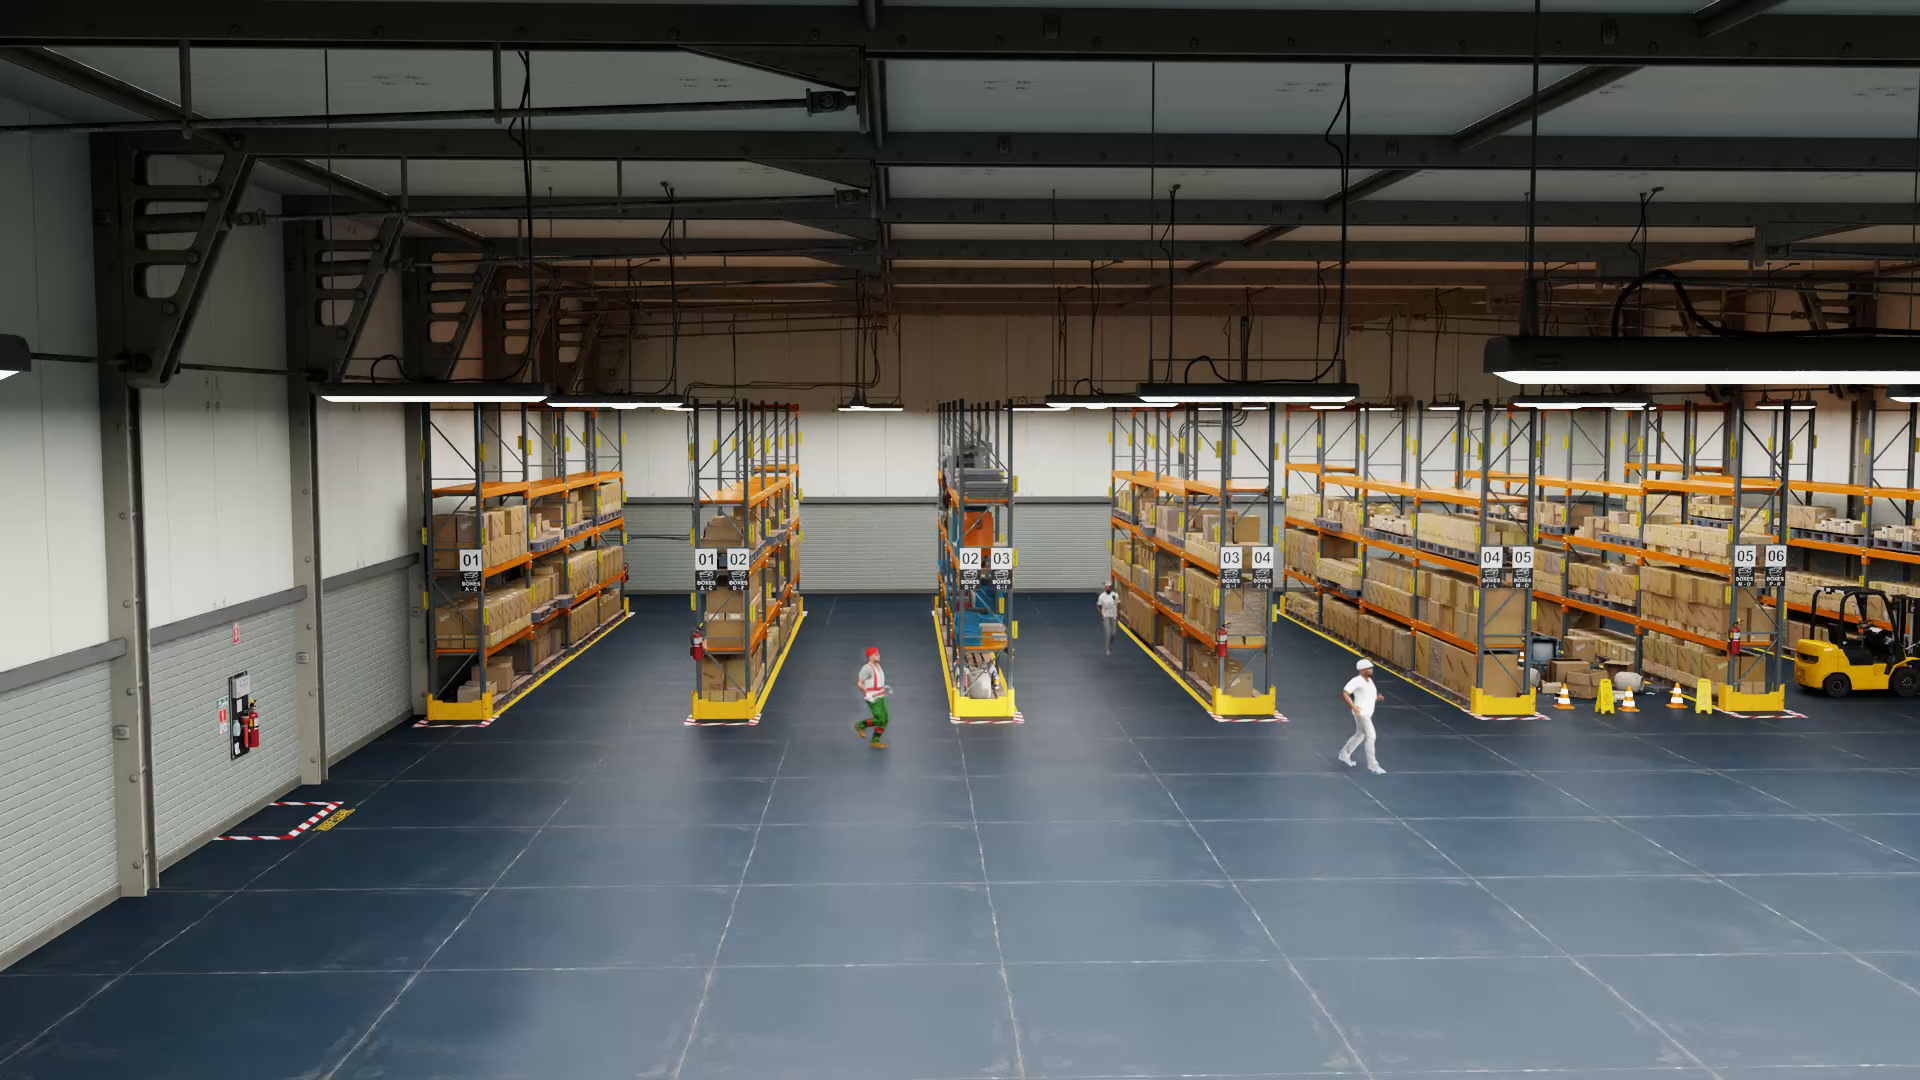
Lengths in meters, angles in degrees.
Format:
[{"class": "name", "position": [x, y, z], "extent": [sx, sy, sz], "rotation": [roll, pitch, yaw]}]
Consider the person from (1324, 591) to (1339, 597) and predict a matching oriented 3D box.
[{"class": "person", "position": [10.981, 1.208, 48.912], "extent": [0.721, 1.645, 0.506], "rotation": [-1, 4, -10]}]

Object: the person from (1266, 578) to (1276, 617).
[{"class": "person", "position": [8.210, 1.502, 44.796], "extent": [0.618, 1.624, 0.827], "rotation": [0, 4, 2]}]

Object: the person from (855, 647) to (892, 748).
[{"class": "person", "position": [-1.492, 2.696, 28.552], "extent": [0.591, 1.732, 0.673], "rotation": [2, 5, 25]}]

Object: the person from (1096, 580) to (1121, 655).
[{"class": "person", "position": [3.379, 1.746, 37.682], "extent": [0.575, 1.684, 0.487], "rotation": [0, 4, -1]}]

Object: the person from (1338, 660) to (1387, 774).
[{"class": "person", "position": [6.460, 2.802, 26.622], "extent": [0.827, 1.793, 0.687], "rotation": [2, 5, 29]}]
